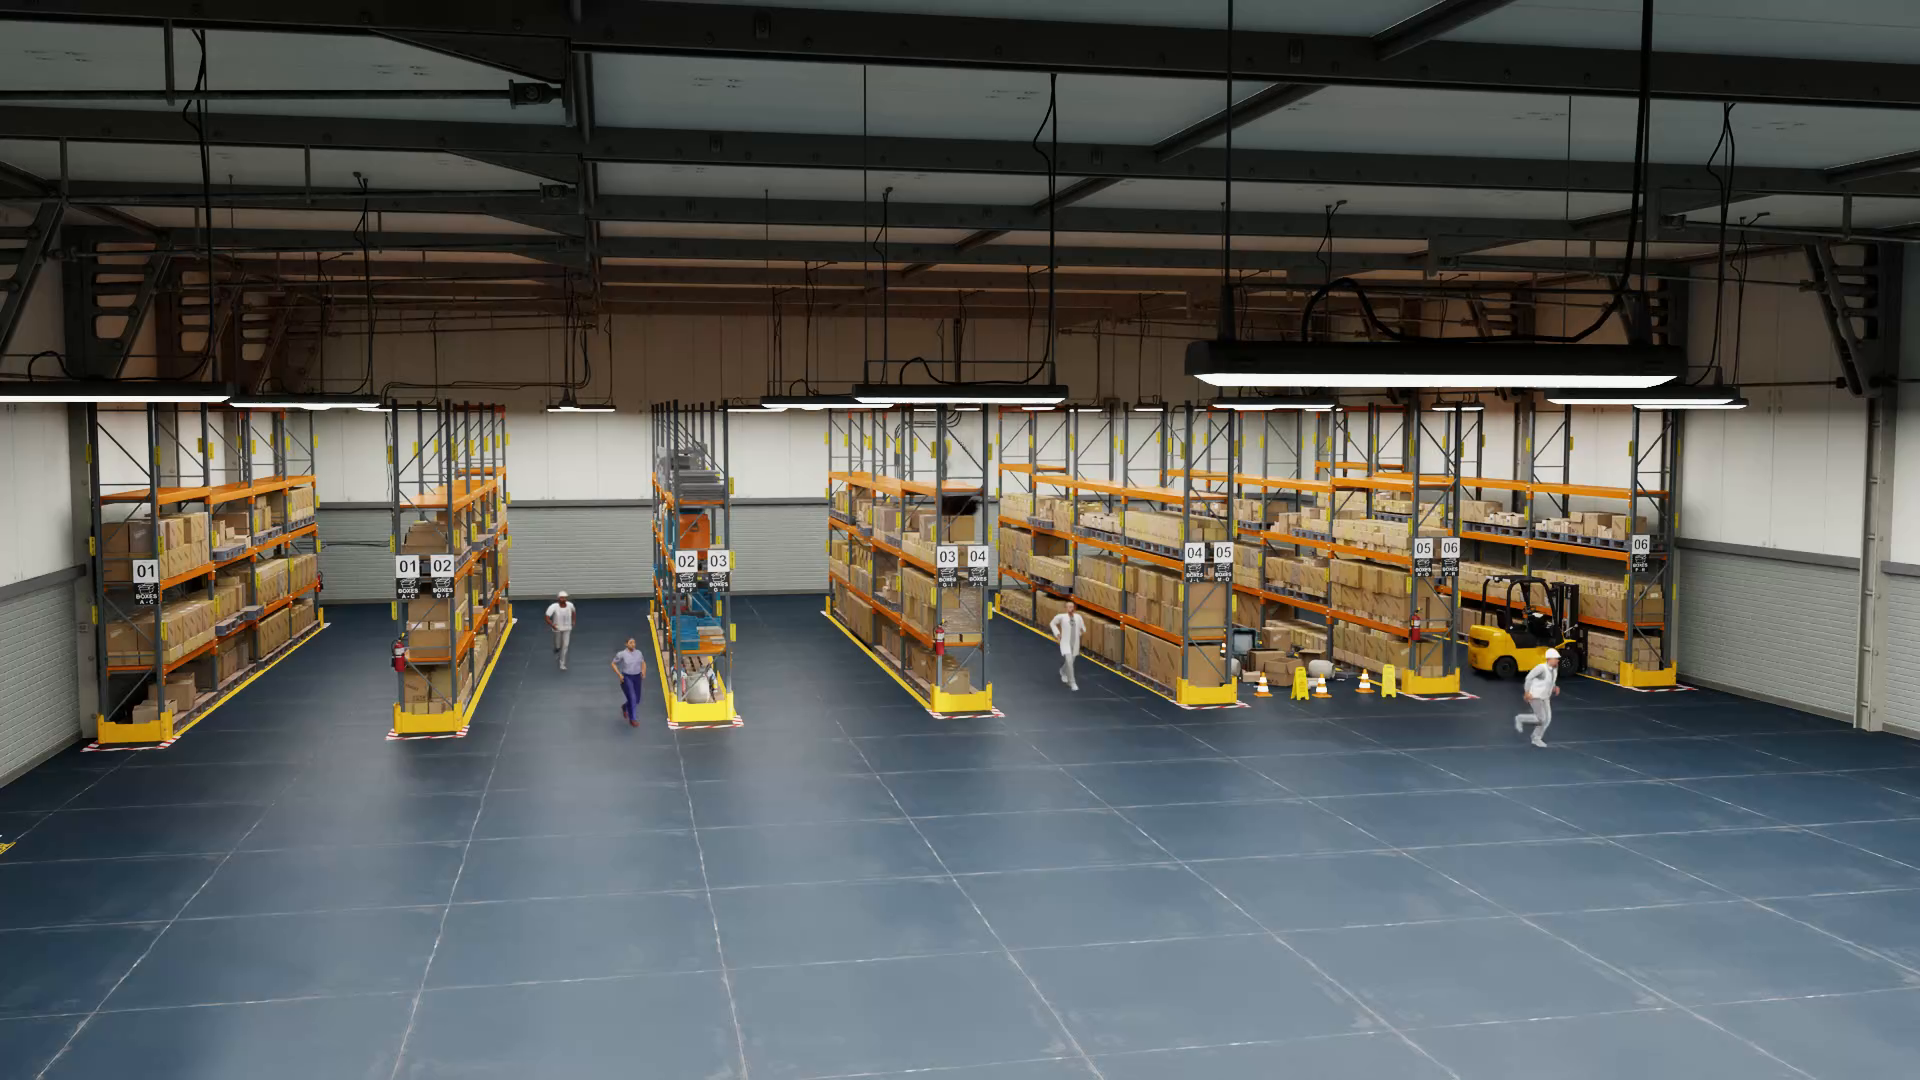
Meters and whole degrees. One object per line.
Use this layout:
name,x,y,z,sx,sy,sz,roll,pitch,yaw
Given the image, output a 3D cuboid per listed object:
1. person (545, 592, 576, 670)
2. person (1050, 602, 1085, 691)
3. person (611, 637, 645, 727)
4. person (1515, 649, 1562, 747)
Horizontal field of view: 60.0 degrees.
person,-9.023,2.028,37.649,0.727,1.750,0.871,-2,5,-28
person,2.295,2.241,34.842,0.704,1.712,1.046,-2,5,-21
person,-6.115,2.600,30.746,0.641,1.614,0.771,-4,6,-41
person,10.041,2.719,28.853,0.653,1.711,0.801,-4,6,-45
